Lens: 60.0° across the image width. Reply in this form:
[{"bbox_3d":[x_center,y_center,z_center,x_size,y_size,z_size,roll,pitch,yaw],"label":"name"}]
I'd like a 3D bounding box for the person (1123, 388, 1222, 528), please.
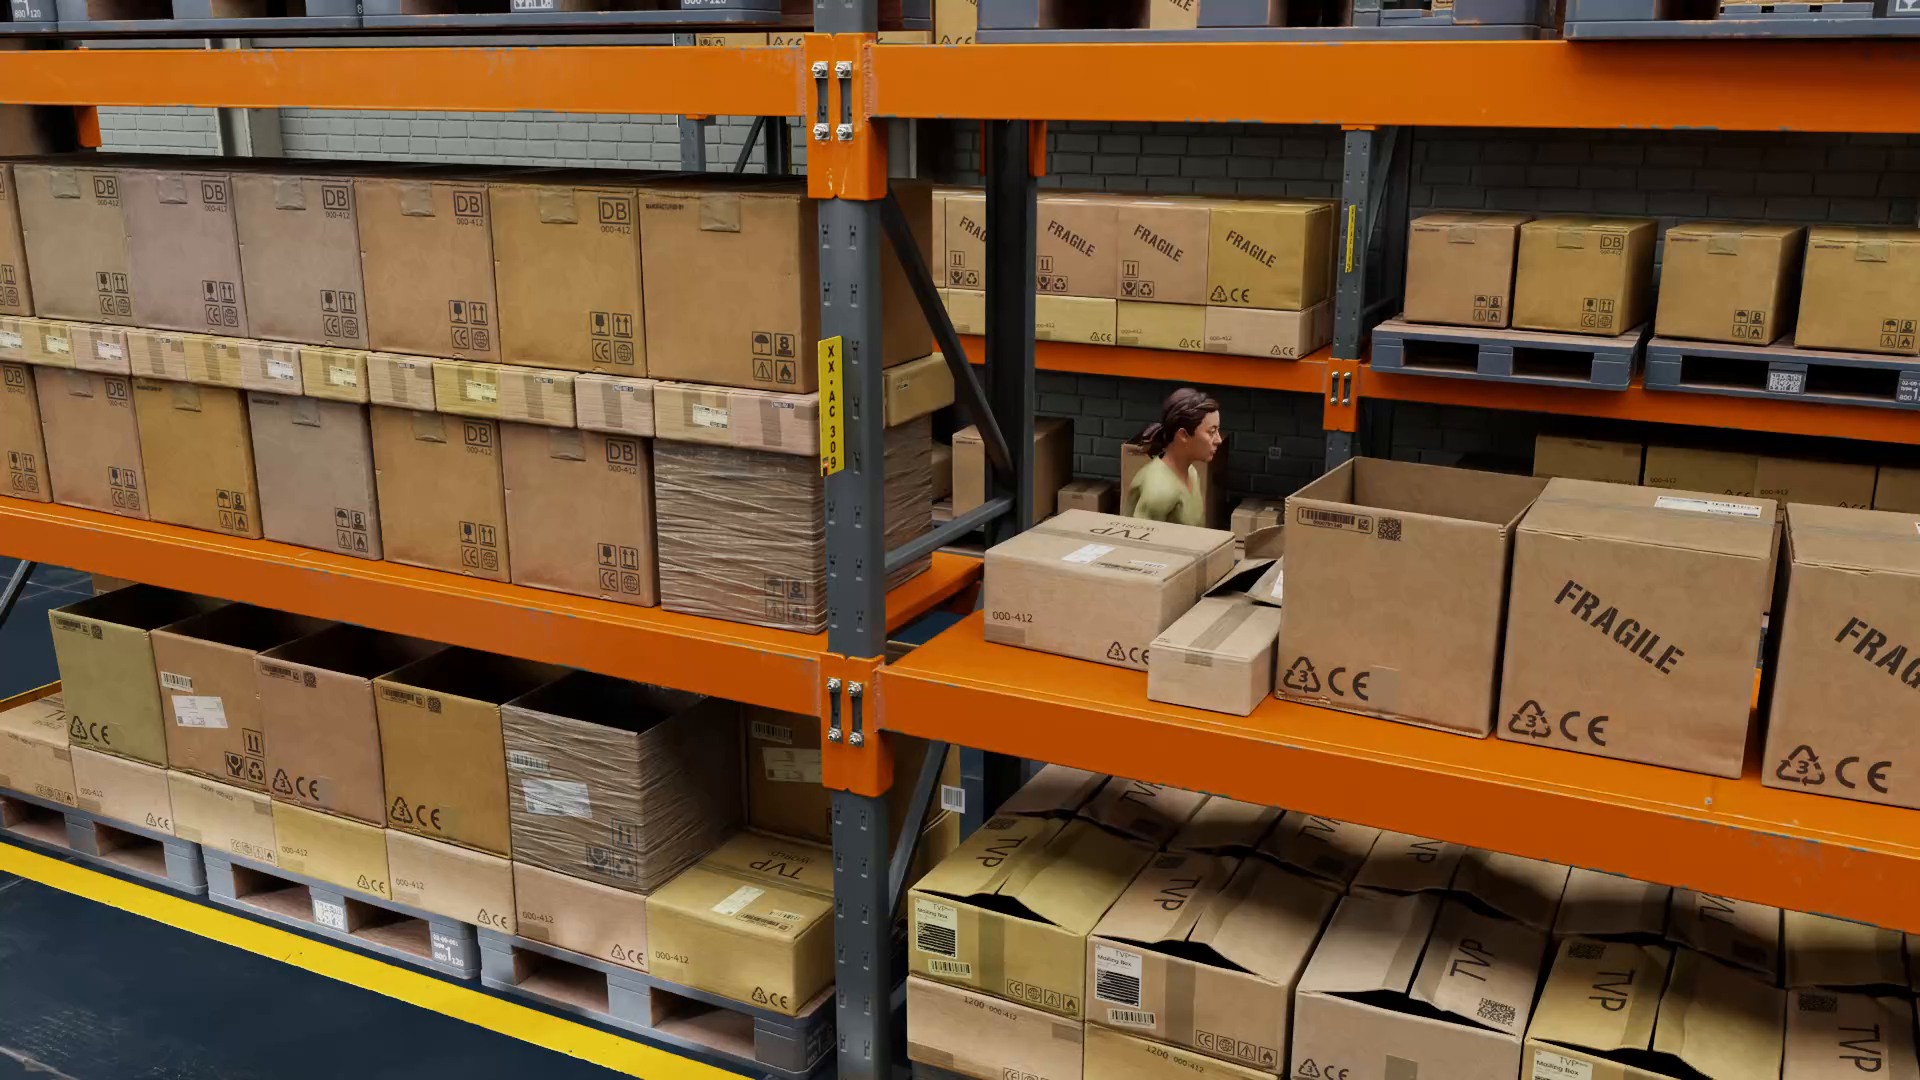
[{"bbox_3d":[0.778,0.279,6.022,0.407,1.673,0.516,7,17,23],"label":"person"}]
